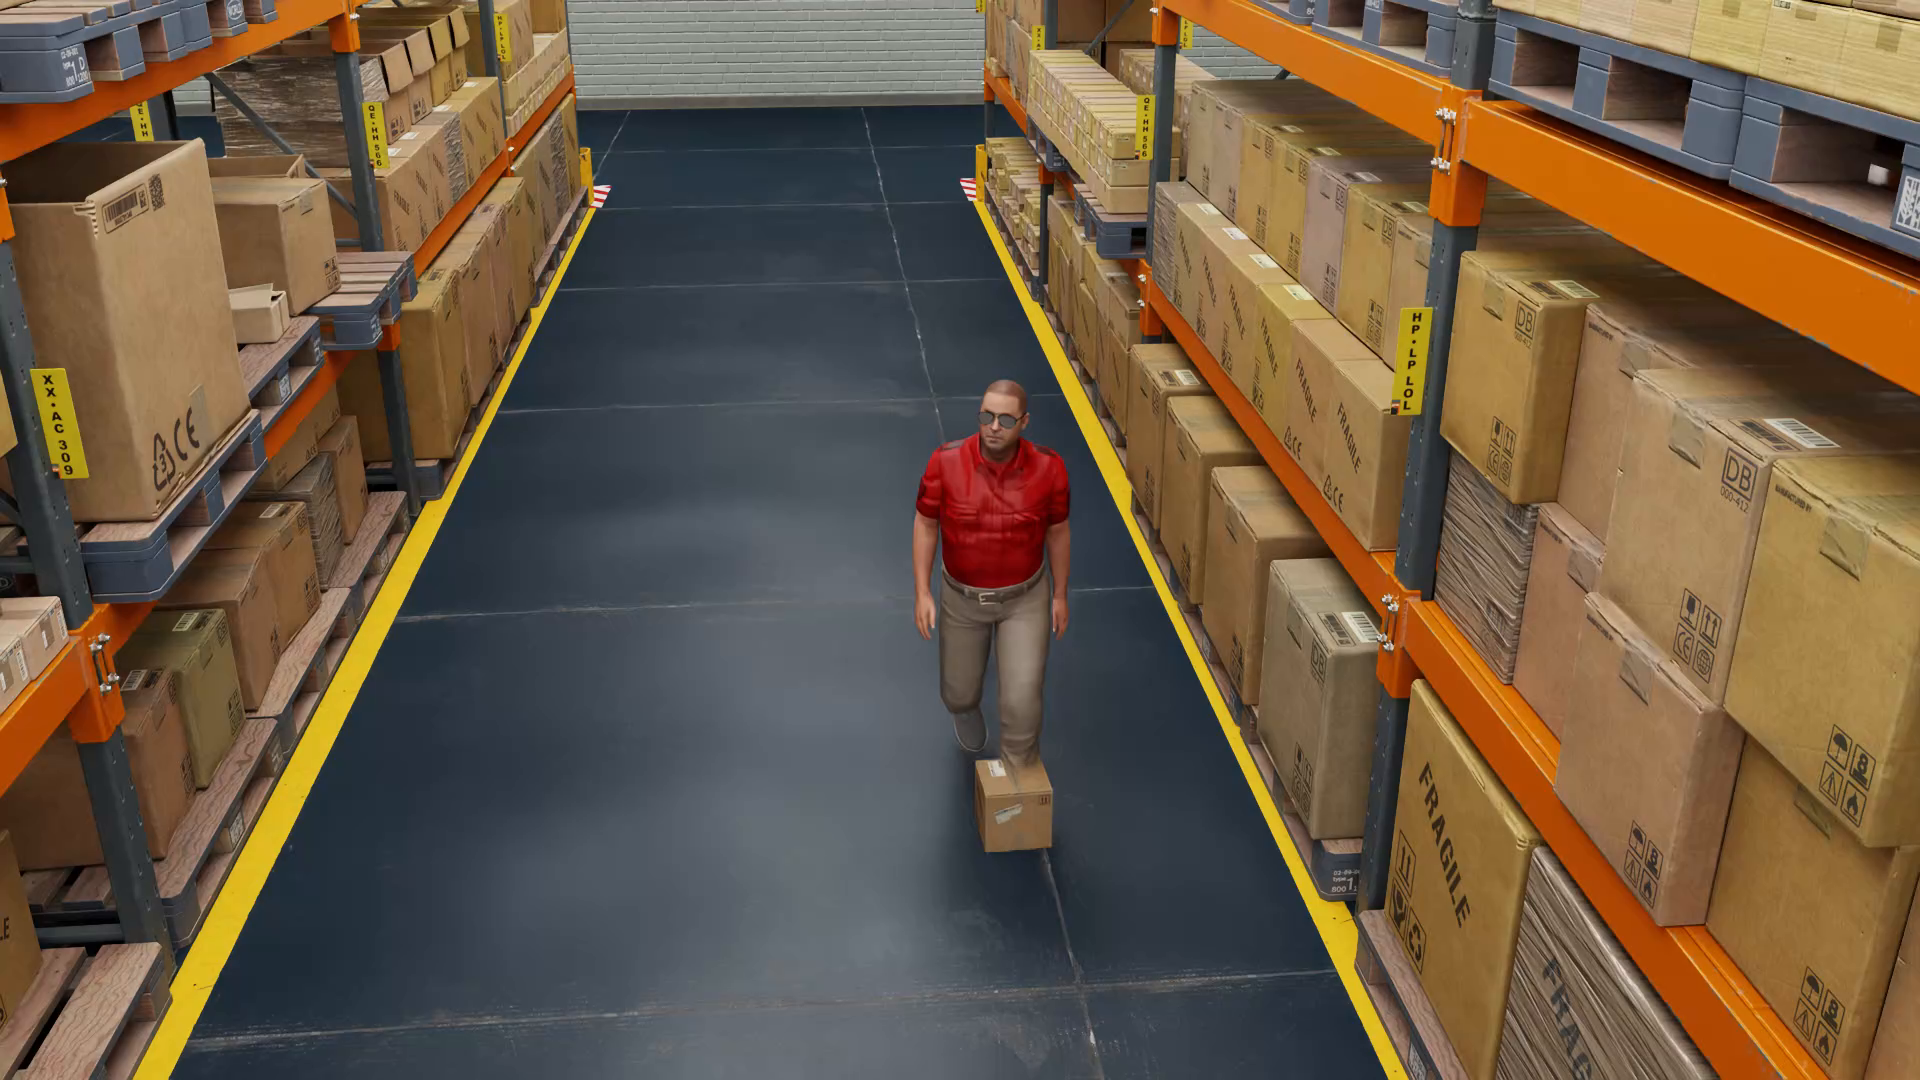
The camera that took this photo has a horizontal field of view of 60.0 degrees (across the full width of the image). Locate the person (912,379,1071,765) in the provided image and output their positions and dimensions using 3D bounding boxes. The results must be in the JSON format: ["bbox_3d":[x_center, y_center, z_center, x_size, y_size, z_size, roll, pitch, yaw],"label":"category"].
[{"bbox_3d":[0.120,0.183,6.211,0.584,1.701,0.788,1,24,2],"label":"person"}]
